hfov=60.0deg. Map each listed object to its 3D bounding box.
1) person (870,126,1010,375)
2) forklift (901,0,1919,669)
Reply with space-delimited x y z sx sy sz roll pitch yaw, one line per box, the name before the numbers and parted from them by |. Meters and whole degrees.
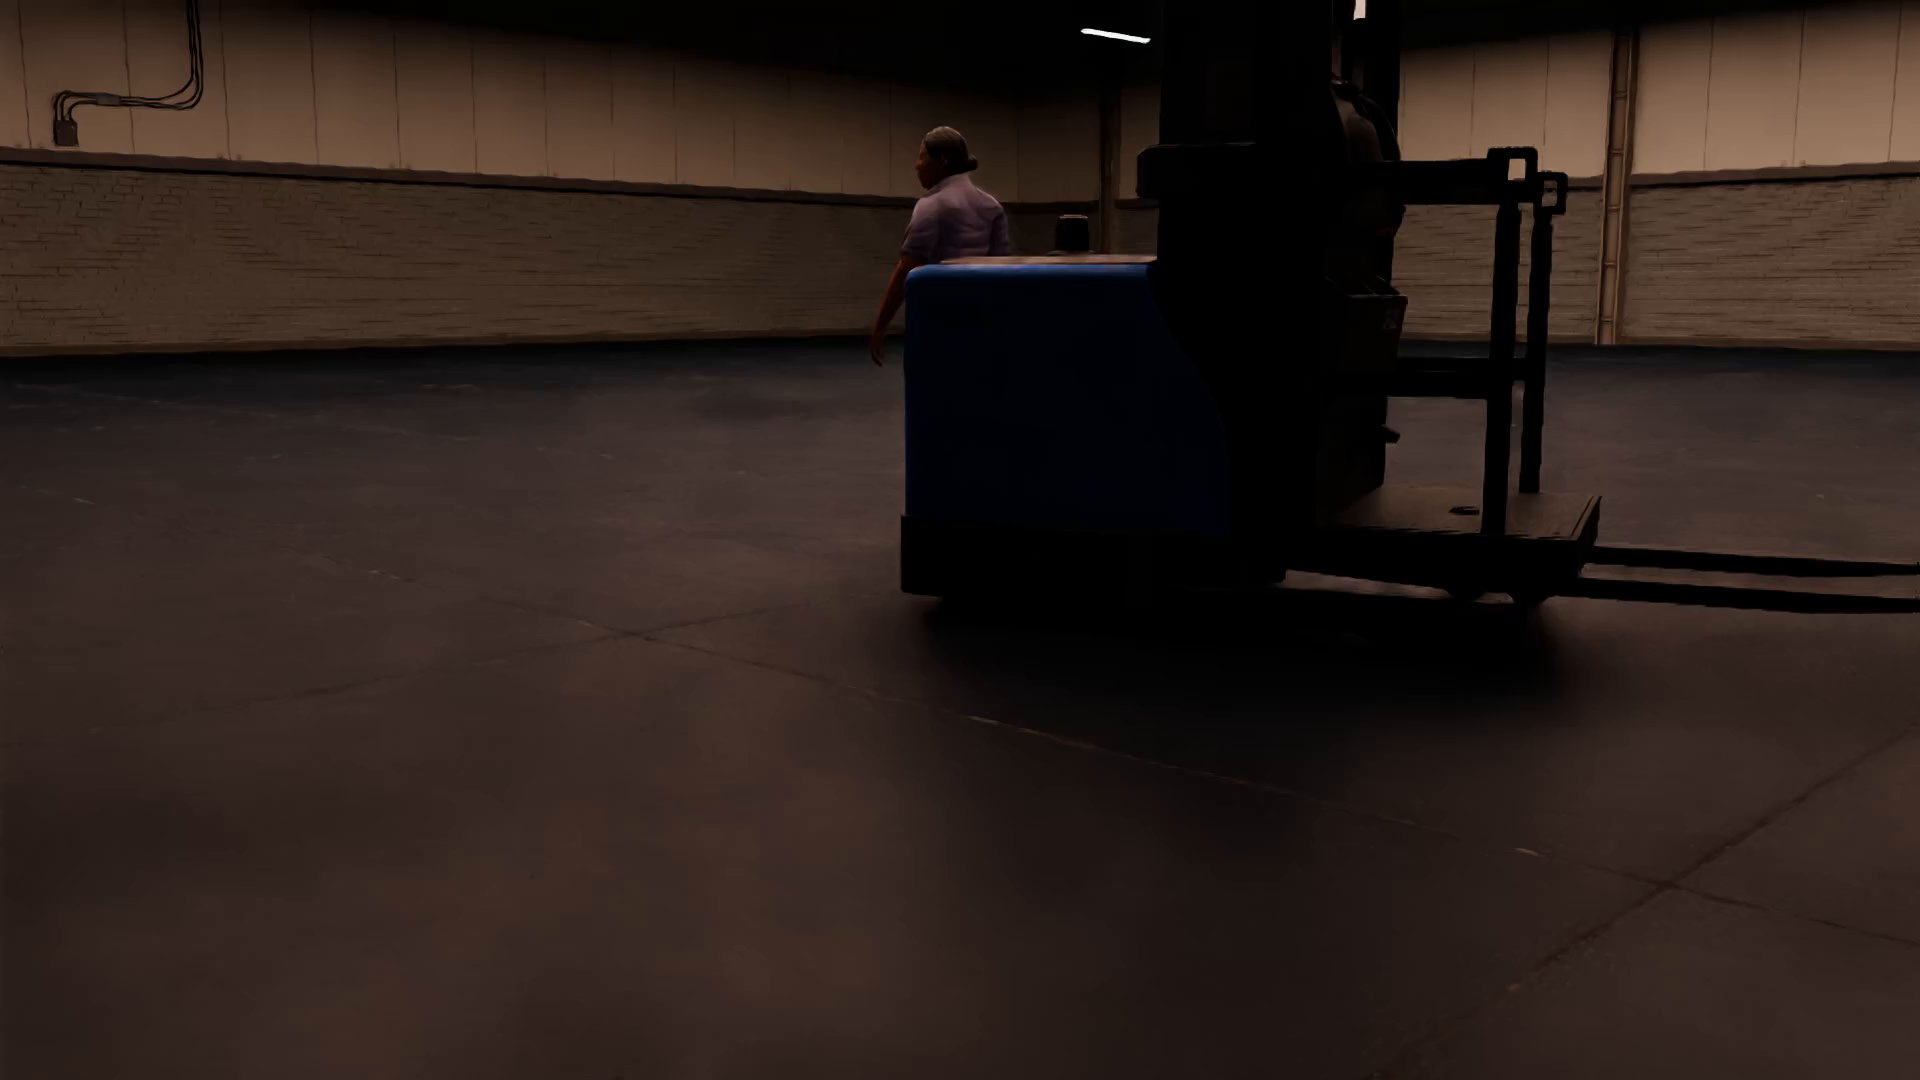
person | -0.120 -0.822 6.738 0.541 1.624 0.618 7 11 40
forklift | 1.379 -1.196 4.815 3.031 2.935 1.130 4 9 24
